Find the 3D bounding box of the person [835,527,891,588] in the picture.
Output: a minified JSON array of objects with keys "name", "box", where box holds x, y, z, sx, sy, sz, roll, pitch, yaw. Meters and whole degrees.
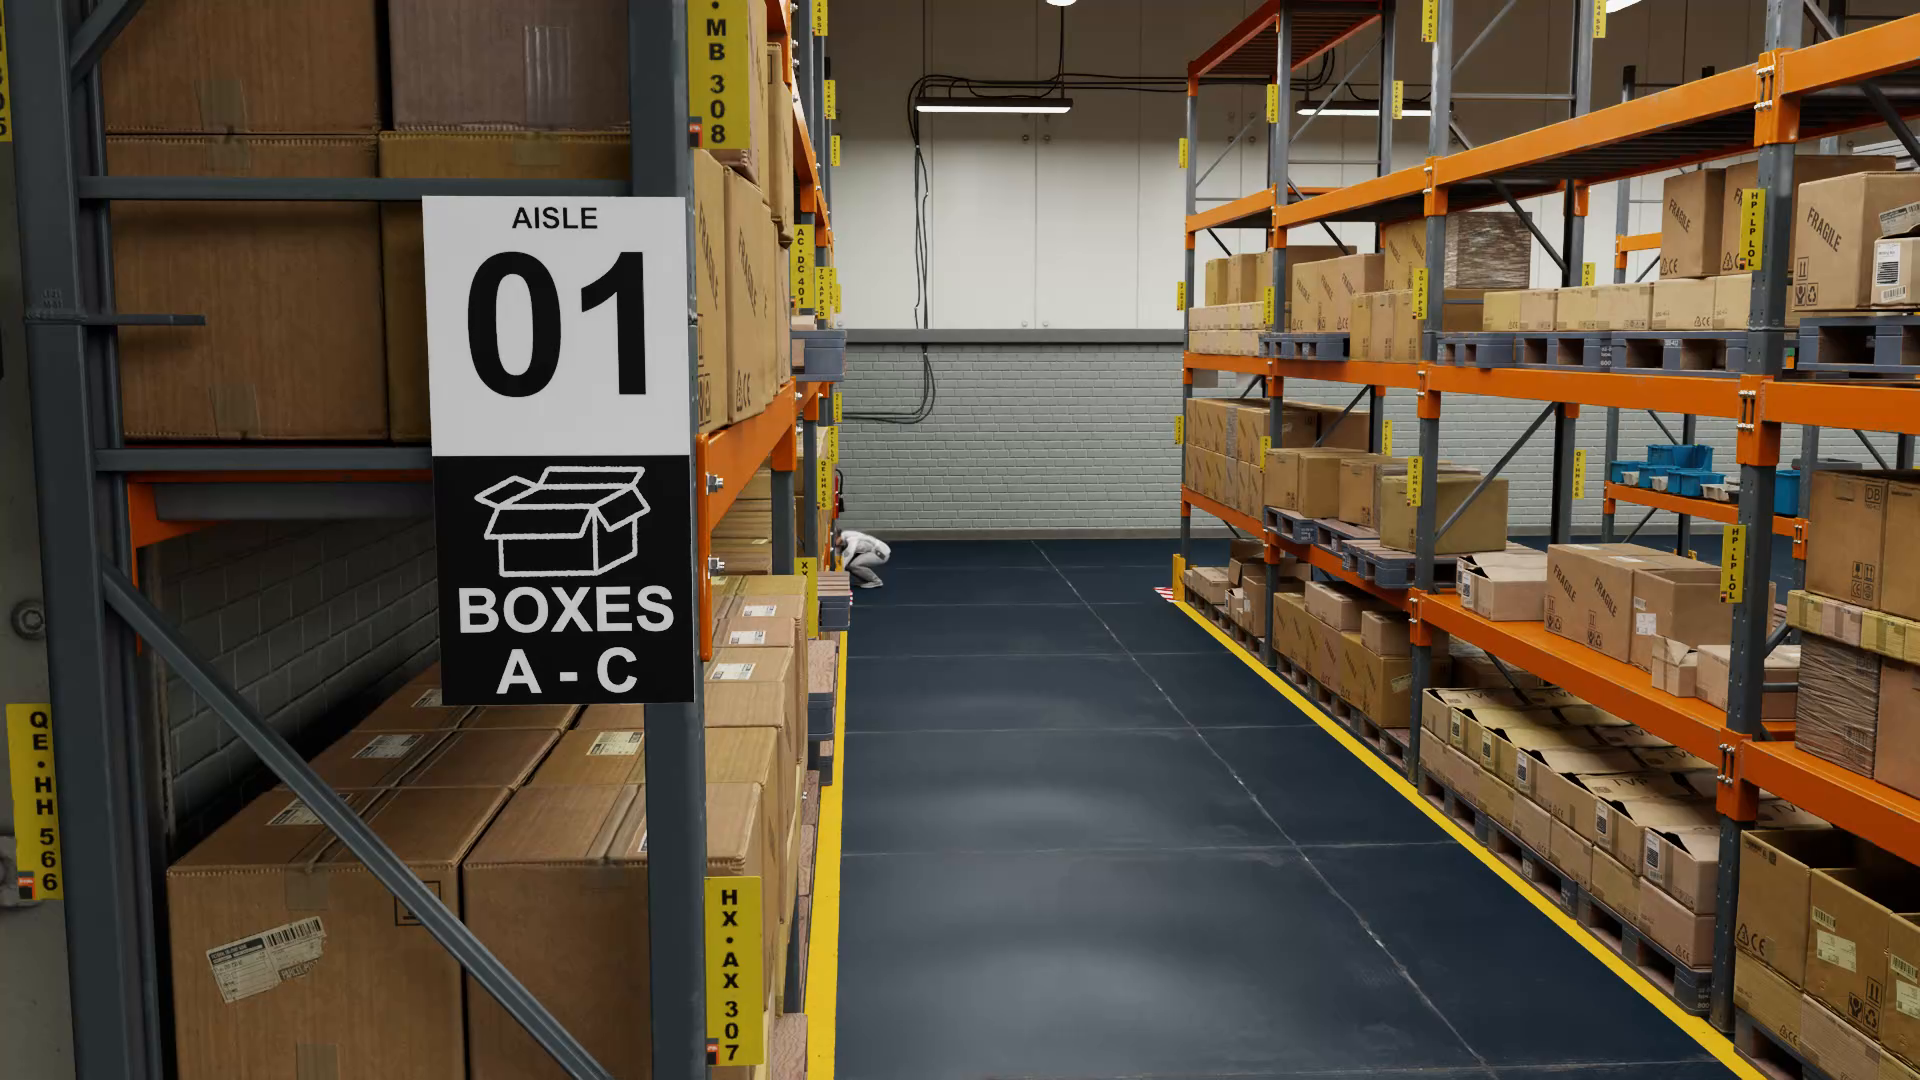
[{"name":"person","box":[-1.266,0.204,19.908,0.883,0.831,0.477,-3,7,-22]}]
